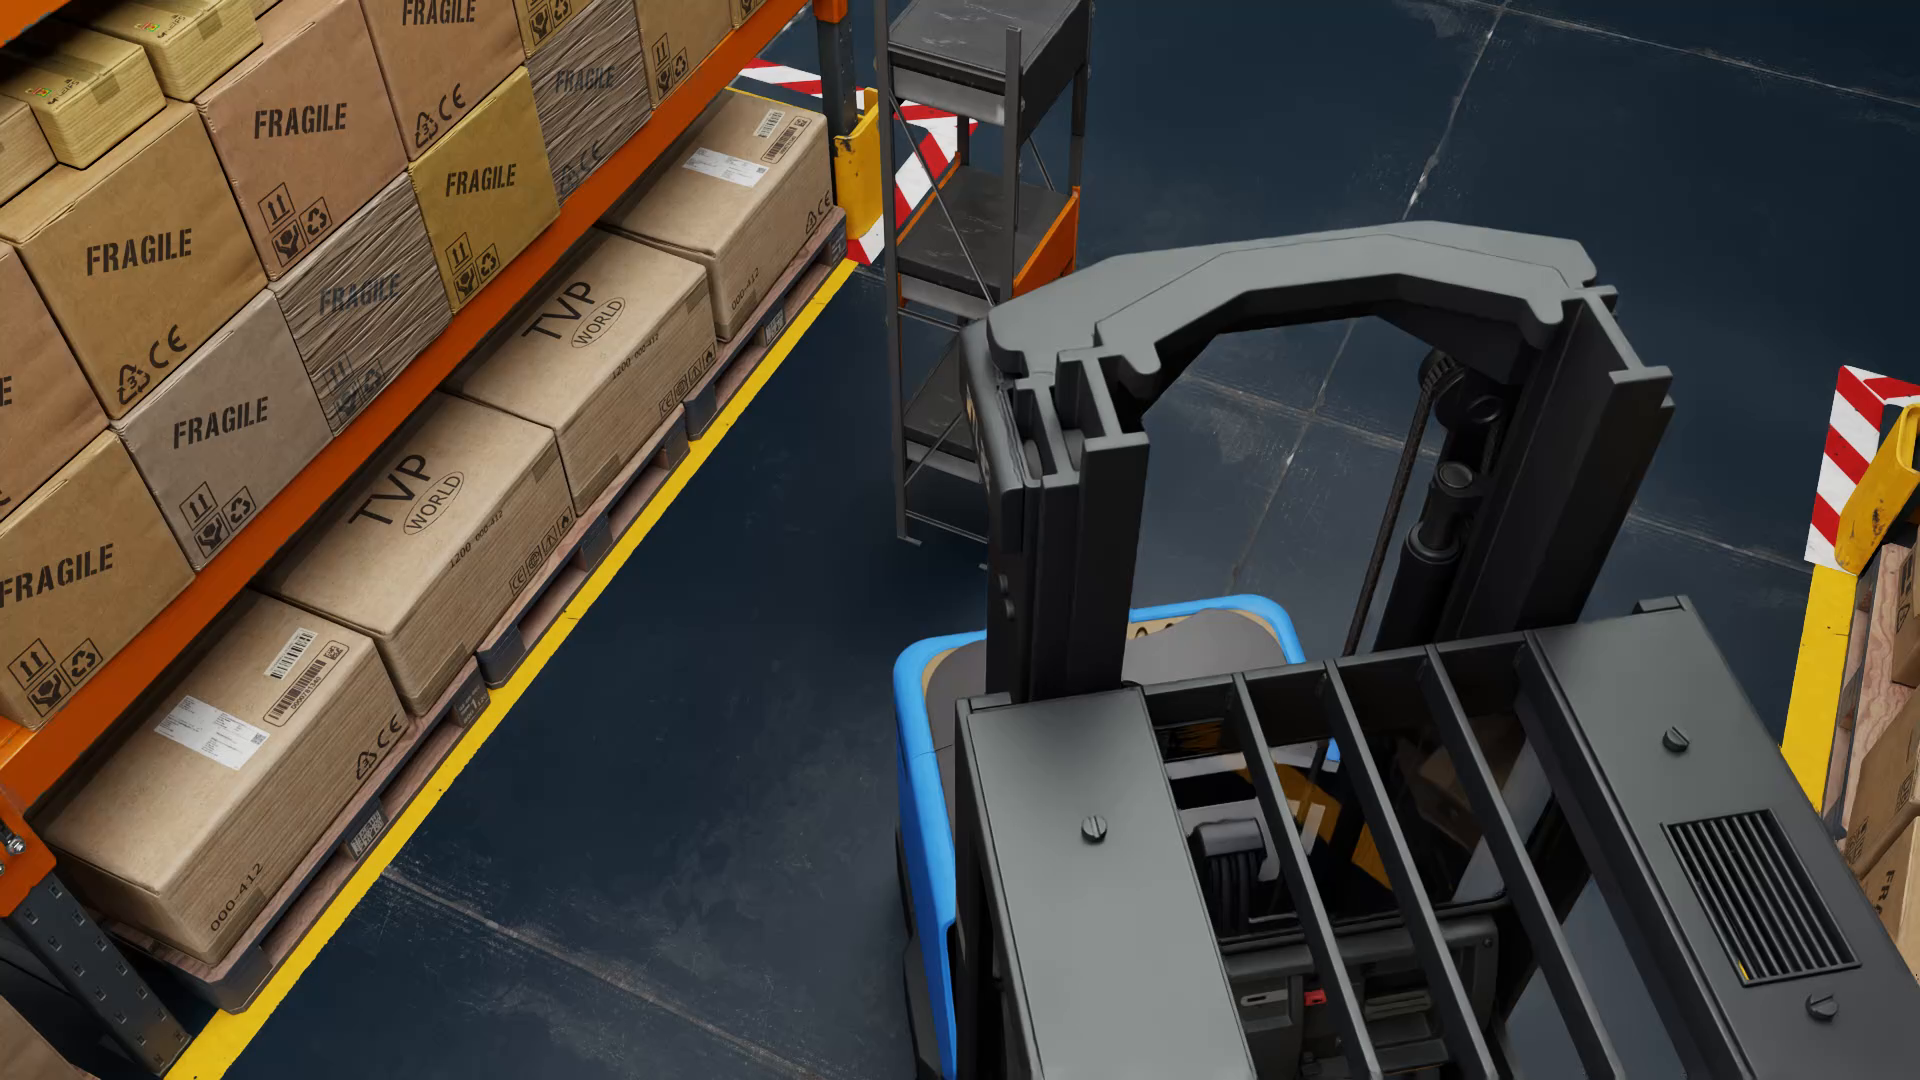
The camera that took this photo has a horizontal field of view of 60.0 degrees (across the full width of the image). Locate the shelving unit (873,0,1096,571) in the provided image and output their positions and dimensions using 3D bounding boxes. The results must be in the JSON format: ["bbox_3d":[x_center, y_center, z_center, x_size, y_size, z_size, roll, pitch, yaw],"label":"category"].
[{"bbox_3d":[0.071,-0.794,5.047,0.431,2.100,0.503,20,52,16],"label":"shelving unit"}]

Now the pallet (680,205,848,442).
[{"bbox_3d":[-1.151,-0.992,6.456,1.003,0.211,1.213,20,52,16],"label":"pallet"}]

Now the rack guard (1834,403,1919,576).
[{"bbox_3d":[3.577,0.003,5.419,1.175,0.500,0.348,20,52,16],"label":"rack guard"}]

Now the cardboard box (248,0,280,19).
[{"bbox_3d":[-1.719,-1.313,3.750,0.380,0.149,0.250,20,52,16],"label":"cardboard box"}]

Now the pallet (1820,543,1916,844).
[{"bbox_3d":[3.237,0.646,5.062,1.003,0.211,1.213,20,52,16],"label":"pallet"}]

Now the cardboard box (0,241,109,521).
[{"bbox_3d":[-2.167,-0.323,3.333,0.500,0.500,0.500,20,53,16],"label":"cardboard box"}]

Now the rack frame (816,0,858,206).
[{"bbox_3d":[-0.880,-2.472,5.884,1.000,3.000,0.127,20,52,16],"label":"rack frame"}]

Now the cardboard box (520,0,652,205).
[{"bbox_3d":[-1.286,-1.388,4.896,0.500,0.500,0.500,21,53,17],"label":"cardboard box"}]

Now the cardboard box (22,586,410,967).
[{"bbox_3d":[-2.224,0.579,4.694,0.875,0.438,0.875,19,52,16],"label":"cardboard box"}]

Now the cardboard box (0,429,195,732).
[{"bbox_3d":[-2.152,0.012,3.704,0.500,0.500,0.500,21,53,17],"label":"cardboard box"}]

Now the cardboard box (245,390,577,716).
[{"bbox_3d":[-1.842,-0.037,5.219,0.875,0.438,0.875,18,52,15],"label":"cardboard box"}]

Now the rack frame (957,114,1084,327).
[{"bbox_3d":[0.175,-0.962,5.190,0.400,2.100,0.015,20,52,16],"label":"rack frame"}]

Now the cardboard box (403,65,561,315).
[{"bbox_3d":[-1.495,-1.028,4.590,0.500,0.500,0.500,21,53,17],"label":"cardboard box"}]

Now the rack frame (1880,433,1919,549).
[{"bbox_3d":[3.609,-0.859,4.512,1.000,3.000,0.127,20,52,16],"label":"rack frame"}]

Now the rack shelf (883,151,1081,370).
[{"bbox_3d":[0.071,-0.786,5.058,0.431,0.518,0.480,20,52,16],"label":"rack shelf"}]

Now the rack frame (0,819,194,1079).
[{"bbox_3d":[-2.589,0.282,3.540,1.000,3.000,0.127,20,52,16],"label":"rack frame"}]

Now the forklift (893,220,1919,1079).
[{"bbox_3d":[0.579,1.044,2.937,1.130,2.935,3.031,-8,50,-6],"label":"forklift"}]

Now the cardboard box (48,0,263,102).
[{"bbox_3d":[-1.753,-1.113,3.580,0.380,0.149,0.250,18,52,15],"label":"cardboard box"}]

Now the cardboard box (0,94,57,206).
[{"bbox_3d":[-2.054,-0.789,3.303,0.380,0.149,0.250,19,52,16],"label":"cardboard box"}]

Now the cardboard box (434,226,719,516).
[{"bbox_3d":[-1.455,-0.658,5.747,0.875,0.438,0.875,21,53,17],"label":"cardboard box"}]

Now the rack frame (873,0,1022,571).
[{"bbox_3d":[-0.034,-0.626,4.904,0.400,2.100,0.015,20,52,16],"label":"rack frame"}]

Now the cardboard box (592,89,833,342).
[{"bbox_3d":[-1.072,-1.291,6.285,0.875,0.438,0.875,18,52,15],"label":"cardboard box"}]

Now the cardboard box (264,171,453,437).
[{"bbox_3d":[-1.715,-0.673,4.288,0.500,0.500,0.500,20,53,16],"label":"cardboard box"}]

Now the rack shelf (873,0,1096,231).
[{"bbox_3d":[0.071,-1.239,4.525,0.431,0.518,0.480,20,52,16],"label":"rack shelf"}]

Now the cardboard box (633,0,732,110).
[{"bbox_3d":[-1.075,-1.745,5.200,0.500,0.500,0.500,19,52,15],"label":"cardboard box"}]

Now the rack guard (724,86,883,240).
[{"bbox_3d":[-0.870,-1.678,6.850,1.175,0.500,0.348,20,52,16],"label":"rack guard"}]

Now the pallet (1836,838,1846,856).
[{"bbox_3d":[2.714,1.483,4.350,1.003,0.211,1.213,20,52,16],"label":"pallet"}]

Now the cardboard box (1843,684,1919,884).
[{"bbox_3d":[2.862,0.781,4.482,0.700,0.500,0.500,22,53,18],"label":"cardboard box"}]

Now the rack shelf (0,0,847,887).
[{"bbox_3d":[-1.735,-0.862,4.986,1.077,0.370,4.000,20,52,16],"label":"rack shelf"}]

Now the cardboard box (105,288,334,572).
[{"bbox_3d":[-1.933,-0.333,3.998,0.500,0.500,0.500,20,53,16],"label":"cardboard box"}]

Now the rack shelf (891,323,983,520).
[{"bbox_3d":[0.071,-0.332,5.591,0.431,0.518,0.480,20,52,16],"label":"rack shelf"}]

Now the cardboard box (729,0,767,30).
[{"bbox_3d":[-0.847,-2.086,5.490,0.500,0.500,0.500,20,53,16],"label":"cardboard box"}]

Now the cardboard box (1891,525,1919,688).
[{"bbox_3d":[3.262,0.204,4.970,0.797,0.503,0.637,18,52,15],"label":"cardboard box"}]

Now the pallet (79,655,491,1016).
[{"bbox_3d":[-2.194,0.688,5.026,1.003,0.211,1.213,20,52,16],"label":"pallet"}]

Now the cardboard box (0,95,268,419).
[{"bbox_3d":[-1.946,-0.669,3.627,0.500,0.500,0.500,19,52,16],"label":"cardboard box"}]

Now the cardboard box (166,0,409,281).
[{"bbox_3d":[-1.716,-1.018,3.924,0.500,0.500,0.500,21,53,17],"label":"cardboard box"}]

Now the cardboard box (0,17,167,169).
[{"bbox_3d":[-1.892,-0.940,3.432,0.380,0.149,0.250,19,52,16],"label":"cardboard box"}]

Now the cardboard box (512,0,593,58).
[{"bbox_3d":[-1.282,-1.710,4.513,0.500,0.500,0.500,20,52,16],"label":"cardboard box"}]

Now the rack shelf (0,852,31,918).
[{"bbox_3d":[-3.444,1.893,2.642,1.077,0.370,4.000,20,52,16],"label":"rack shelf"}]

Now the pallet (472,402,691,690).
[{"bbox_3d":[-1.674,-0.155,5.743,1.003,0.211,1.213,20,52,16],"label":"pallet"}]

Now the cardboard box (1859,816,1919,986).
[{"bbox_3d":[2.545,1.112,4.200,0.500,0.500,0.500,21,53,17],"label":"cardboard box"}]

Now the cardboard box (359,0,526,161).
[{"bbox_3d":[-1.499,-1.364,4.219,0.500,0.500,0.500,19,52,16],"label":"cardboard box"}]
